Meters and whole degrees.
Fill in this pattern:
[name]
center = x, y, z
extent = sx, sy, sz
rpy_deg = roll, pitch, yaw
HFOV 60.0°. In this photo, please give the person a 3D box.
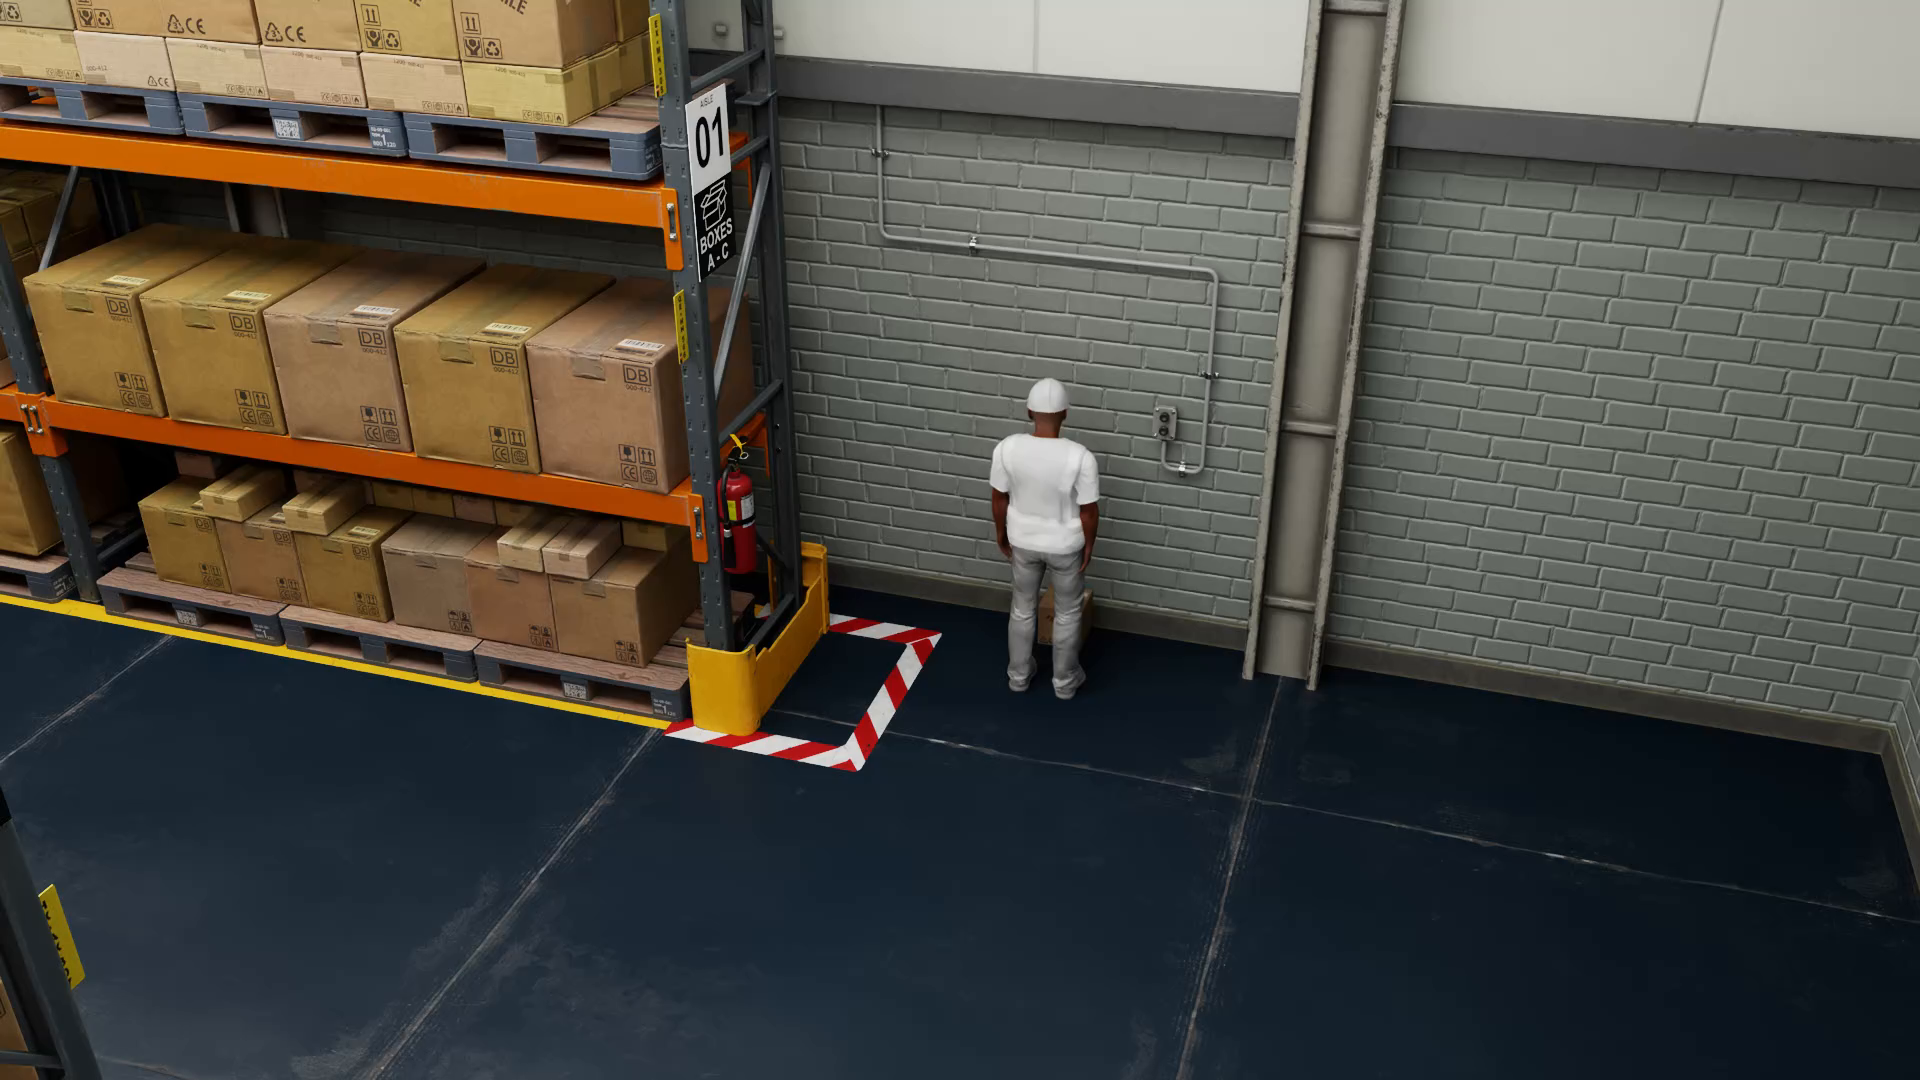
[person]
center = 0.434, -0.005, 8.495
extent = 0.565, 1.763, 0.363
rpy_deg = 9, 30, 16
